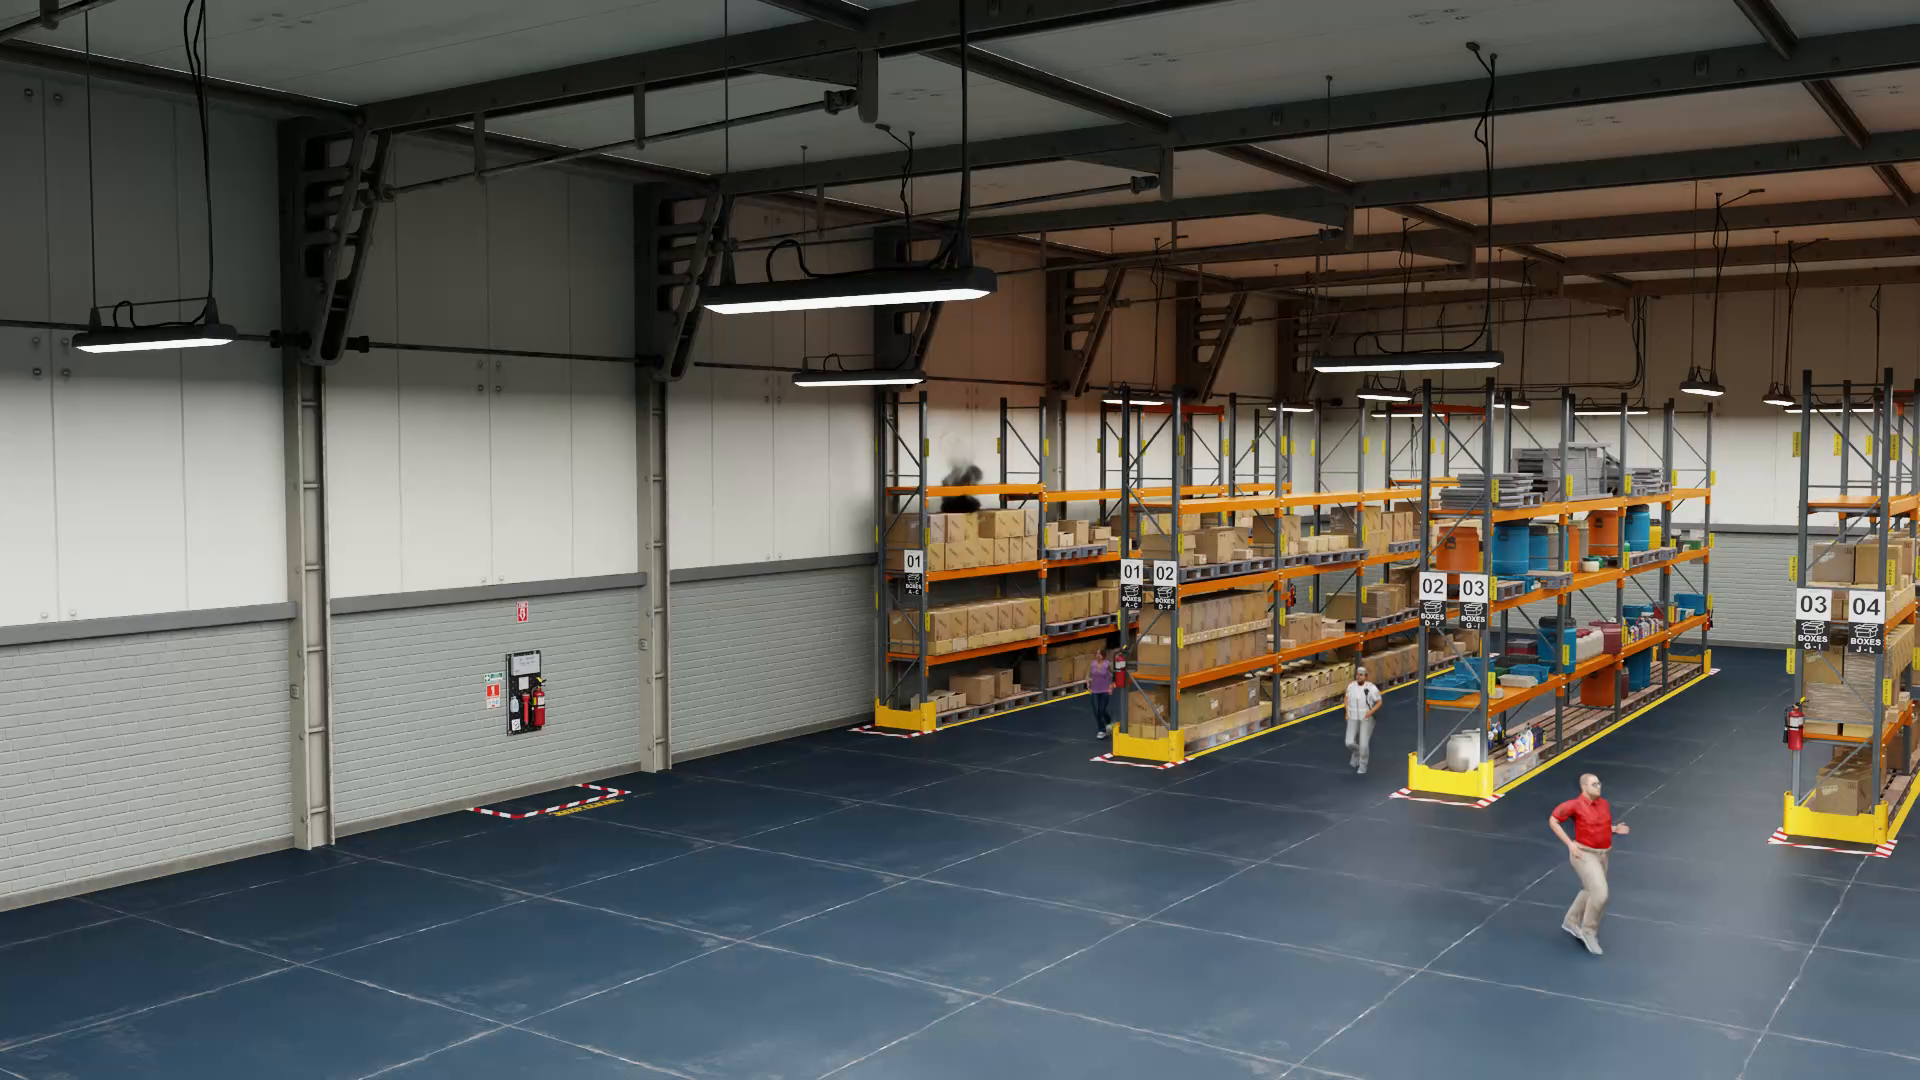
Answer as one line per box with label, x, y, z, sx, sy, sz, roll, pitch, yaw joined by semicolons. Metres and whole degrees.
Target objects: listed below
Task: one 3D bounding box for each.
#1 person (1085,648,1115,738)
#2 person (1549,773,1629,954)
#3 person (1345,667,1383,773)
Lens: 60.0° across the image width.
person;2.406;2.631;28.623;0.553;1.563;0.533;1;3;25
person;6.323;3.232;16.625;0.637;1.790;0.714;-2;4;-35
person;6.198;2.773;25.663;0.618;1.625;0.545;2;4;29
